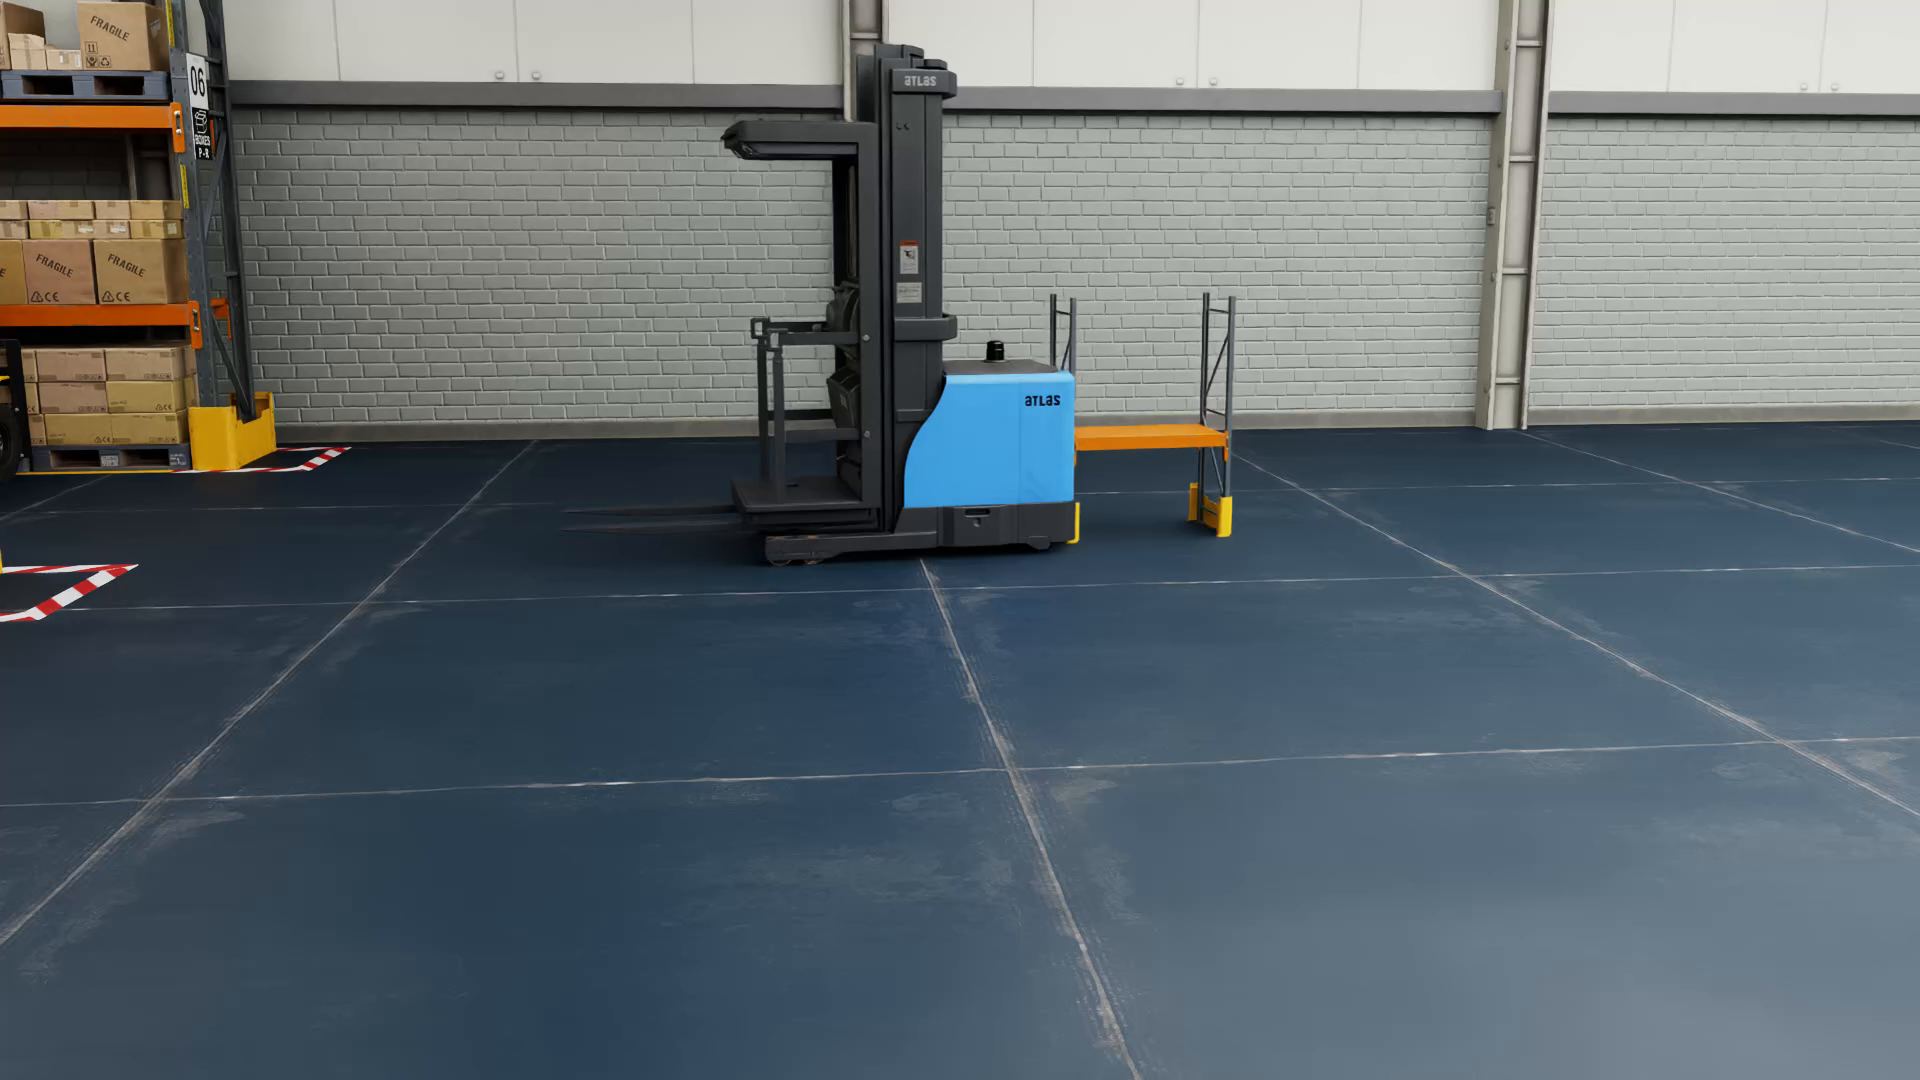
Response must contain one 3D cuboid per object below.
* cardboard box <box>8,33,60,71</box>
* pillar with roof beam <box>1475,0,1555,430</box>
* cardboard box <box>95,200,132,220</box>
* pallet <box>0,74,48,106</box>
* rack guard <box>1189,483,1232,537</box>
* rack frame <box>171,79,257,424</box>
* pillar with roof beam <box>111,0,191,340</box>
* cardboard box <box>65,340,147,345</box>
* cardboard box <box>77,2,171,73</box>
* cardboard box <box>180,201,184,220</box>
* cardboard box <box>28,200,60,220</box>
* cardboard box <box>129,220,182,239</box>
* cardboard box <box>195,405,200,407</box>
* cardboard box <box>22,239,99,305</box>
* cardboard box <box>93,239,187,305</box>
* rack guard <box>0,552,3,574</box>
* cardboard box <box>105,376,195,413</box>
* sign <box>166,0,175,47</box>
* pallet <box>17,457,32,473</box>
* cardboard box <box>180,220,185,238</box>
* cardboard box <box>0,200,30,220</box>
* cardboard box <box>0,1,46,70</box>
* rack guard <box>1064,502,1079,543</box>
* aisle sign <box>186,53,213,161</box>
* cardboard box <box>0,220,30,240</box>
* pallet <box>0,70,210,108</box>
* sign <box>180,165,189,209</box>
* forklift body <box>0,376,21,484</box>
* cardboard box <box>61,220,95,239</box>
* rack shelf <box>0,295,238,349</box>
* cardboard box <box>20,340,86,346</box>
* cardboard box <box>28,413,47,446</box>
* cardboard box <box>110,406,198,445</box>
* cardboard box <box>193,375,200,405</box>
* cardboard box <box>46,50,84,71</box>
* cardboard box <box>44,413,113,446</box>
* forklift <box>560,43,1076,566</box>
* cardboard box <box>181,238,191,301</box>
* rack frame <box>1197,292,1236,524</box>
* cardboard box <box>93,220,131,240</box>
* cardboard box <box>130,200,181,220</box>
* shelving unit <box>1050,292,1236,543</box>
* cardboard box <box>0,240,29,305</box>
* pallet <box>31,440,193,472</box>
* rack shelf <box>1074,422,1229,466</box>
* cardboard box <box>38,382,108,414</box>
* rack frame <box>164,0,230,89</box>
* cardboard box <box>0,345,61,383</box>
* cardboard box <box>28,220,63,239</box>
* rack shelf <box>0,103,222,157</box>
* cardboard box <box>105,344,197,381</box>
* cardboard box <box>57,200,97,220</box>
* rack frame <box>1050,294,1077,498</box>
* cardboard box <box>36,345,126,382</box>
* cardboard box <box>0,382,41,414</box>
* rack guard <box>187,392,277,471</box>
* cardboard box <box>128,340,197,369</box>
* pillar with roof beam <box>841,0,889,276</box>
[{"bbox_3d":[-7.046,-3.714,12.710,0.258,0.266,0.396,-1,11,-6],"label":"cardboard box"},{"bbox_3d":[5.602,-4.660,10.746,0.400,9.000,9.100,-1,11,-6],"label":"pillar with roof beam"},{"bbox_3d":[-6.578,-2.588,13.046,0.250,0.149,0.380,-1,11,-6],"label":"cardboard box"},{"bbox_3d":[-7.924,-3.527,12.984,1.213,0.211,1.003,-1,11,-6],"label":"pallet"},{"bbox_3d":[1.612,-0.198,10.726,0.087,0.250,0.587,-2,11,-12],"label":"rack guard"},{"bbox_3d":[-6.003,-2.134,13.447,0.127,3.000,1.000,-1,11,-6],"label":"rack frame"},{"bbox_3d":[-6.327,-4.410,9.474,0.400,9.000,9.100,-1,11,-6],"label":"pillar with roof beam"},{"bbox_3d":[-6.997,-1.497,13.653,0.500,0.250,0.500,-1,11,-6],"label":"cardboard box"},{"bbox_3d":[-6.417,-3.854,12.813,0.500,0.500,0.500,-1,11,-4],"label":"cardboard box"},{"bbox_3d":[-6.360,-2.681,13.519,0.250,0.149,0.380,-1,11,-7],"label":"cardboard box"},{"bbox_3d":[-7.091,-2.587,13.038,0.250,0.149,0.380,-1,11,-6],"label":"cardboard box"},{"bbox_3d":[-6.317,-2.440,13.065,0.250,0.149,0.380,-1,11,-5],"label":"cardboard box"},{"bbox_3d":[-6.512,-1.018,13.810,0.500,0.250,0.500,-1,11,-6],"label":"cardboard box"},{"bbox_3d":[-6.981,-2.113,13.083,0.500,0.500,0.500,-1,11,-4],"label":"cardboard box"},{"bbox_3d":[-6.464,-2.122,13.129,0.500,0.500,0.500,-1,11,-7],"label":"cardboard box"},{"bbox_3d":[-5.539,0.046,8.838,0.348,0.500,1.175,-1,11,-6],"label":"rack guard"},{"bbox_3d":[-6.453,-1.166,13.267,0.500,0.250,0.500,-1,11,-7],"label":"cardboard box"},{"bbox_3d":[-5.958,-3.897,12.549,0.005,0.325,0.100,-1,11,-6],"label":"sign"},{"bbox_3d":[-7.969,-0.717,13.468,1.213,0.211,1.003,-1,11,-6],"label":"pallet"},{"bbox_3d":[-6.368,-2.544,13.592,0.250,0.149,0.380,-1,11,-8],"label":"cardboard box"},{"bbox_3d":[-7.338,-2.560,12.902,0.250,0.149,0.380,-1,11,-5],"label":"cardboard box"},{"bbox_3d":[-7.446,-3.852,12.802,0.500,0.500,0.700,-1,11,-6],"label":"cardboard box"},{"bbox_3d":[0.638,-0.158,10.522,0.087,0.250,0.587,-2,11,-12],"label":"rack guard"},{"bbox_3d":[-5.906,-3.355,12.917,0.004,0.787,0.394,-1,11,-6],"label":"aisle sign"},{"bbox_3d":[-7.341,-2.418,12.951,0.250,0.149,0.380,-2,11,-8],"label":"cardboard box"},{"bbox_3d":[-6.709,-3.553,13.117,1.213,0.211,1.003,-1,11,-6],"label":"pallet"},{"bbox_3d":[-5.958,-2.714,12.782,0.005,0.325,0.100,-1,11,-6],"label":"sign"},{"bbox_3d":[-7.691,-1.328,11.548,1.214,2.155,2.313,-1,11,-6],"label":"forklift body"},{"bbox_3d":[-6.833,-2.436,13.041,0.250,0.149,0.380,-1,11,-5],"label":"cardboard box"},{"bbox_3d":[-7.991,-1.739,13.304,4.000,0.370,1.077,-1,11,-6],"label":"rack shelf"},{"bbox_3d":[-7.496,-1.488,13.610,0.500,0.250,0.500,-1,11,-6],"label":"cardboard box"},{"bbox_3d":[-7.430,-0.903,13.226,0.500,0.250,0.500,-1,11,-5],"label":"cardboard box"},{"bbox_3d":[-6.436,-0.921,13.314,0.500,0.250,0.500,-1,11,-6],"label":"cardboard box"},{"bbox_3d":[-6.493,-1.266,13.776,0.500,0.250,0.500,-1,11,-5],"label":"cardboard box"},{"bbox_3d":[-6.794,-3.662,12.748,0.250,0.149,0.380,-2,11,-8],"label":"cardboard box"},{"bbox_3d":[-6.931,-0.912,13.270,0.500,0.250,0.500,-1,11,-6],"label":"cardboard box"},{"bbox_3d":[-0.875,-1.400,9.891,3.031,2.935,1.130,-2,11,-12],"label":"forklift"},{"bbox_3d":[-6.525,-2.226,13.656,0.500,0.500,0.500,-1,11,-4],"label":"cardboard box"},{"bbox_3d":[1.631,-0.812,10.609,0.032,1.500,0.500,-2,11,-12],"label":"rack frame"},{"bbox_3d":[-6.568,-2.429,13.009,0.250,0.149,0.380,-1,11,-5],"label":"cardboard box"},{"bbox_3d":[-6.336,-2.599,13.103,0.250,0.149,0.380,-1,11,-6],"label":"cardboard box"},{"bbox_3d":[1.125,-0.791,10.504,1.083,1.500,0.587,-2,11,-12],"label":"shelving unit"},{"bbox_3d":[-7.490,-2.103,13.028,0.500,0.500,0.500,-1,11,-7],"label":"cardboard box"},{"bbox_3d":[-6.759,-0.742,13.594,1.213,0.211,1.003,-1,11,-6],"label":"pallet"},{"bbox_3d":[1.134,-0.615,10.540,1.000,0.185,0.538,-2,11,-12],"label":"rack shelf"},{"bbox_3d":[-6.953,-1.158,13.224,0.500,0.250,0.500,-1,11,-7],"label":"cardboard box"},{"bbox_3d":[-6.003,-5.078,12.868,0.127,3.000,1.000,-1,11,-6],"label":"rack frame"},{"bbox_3d":[-7.435,-1.388,13.099,0.500,0.250,0.500,-1,11,-5],"label":"cardboard box"},{"bbox_3d":[-7.080,-2.433,13.026,0.250,0.149,0.380,-1,11,-6],"label":"cardboard box"},{"bbox_3d":[-7.991,-3.211,13.015,4.000,0.370,1.077,-1,11,-6],"label":"rack shelf"},{"bbox_3d":[-6.427,-1.412,13.222,0.500,0.250,0.500,-1,11,-4],"label":"cardboard box"},{"bbox_3d":[-6.835,-2.578,12.992,0.250,0.149,0.380,-1,11,-5],"label":"cardboard box"},{"bbox_3d":[0.637,-0.771,10.402,0.032,1.500,0.500,-2,11,-12],"label":"rack frame"},{"bbox_3d":[-6.934,-1.400,13.162,0.500,0.250,0.500,-1,11,-5],"label":"cardboard box"},{"bbox_3d":[-7.464,-1.143,13.149,0.500,0.250,0.500,-1,11,-7],"label":"cardboard box"},{"bbox_3d":[-5.979,-0.908,13.691,0.348,0.500,1.175,-1,11,-6],"label":"rack guard"},{"bbox_3d":[-6.501,-1.508,13.709,0.500,0.250,0.500,-1,11,-7],"label":"cardboard box"},{"bbox_3d":[-0.363,-4.535,10.110,0.400,9.000,9.100,-1,11,-6],"label":"pillar with roof beam"}]
